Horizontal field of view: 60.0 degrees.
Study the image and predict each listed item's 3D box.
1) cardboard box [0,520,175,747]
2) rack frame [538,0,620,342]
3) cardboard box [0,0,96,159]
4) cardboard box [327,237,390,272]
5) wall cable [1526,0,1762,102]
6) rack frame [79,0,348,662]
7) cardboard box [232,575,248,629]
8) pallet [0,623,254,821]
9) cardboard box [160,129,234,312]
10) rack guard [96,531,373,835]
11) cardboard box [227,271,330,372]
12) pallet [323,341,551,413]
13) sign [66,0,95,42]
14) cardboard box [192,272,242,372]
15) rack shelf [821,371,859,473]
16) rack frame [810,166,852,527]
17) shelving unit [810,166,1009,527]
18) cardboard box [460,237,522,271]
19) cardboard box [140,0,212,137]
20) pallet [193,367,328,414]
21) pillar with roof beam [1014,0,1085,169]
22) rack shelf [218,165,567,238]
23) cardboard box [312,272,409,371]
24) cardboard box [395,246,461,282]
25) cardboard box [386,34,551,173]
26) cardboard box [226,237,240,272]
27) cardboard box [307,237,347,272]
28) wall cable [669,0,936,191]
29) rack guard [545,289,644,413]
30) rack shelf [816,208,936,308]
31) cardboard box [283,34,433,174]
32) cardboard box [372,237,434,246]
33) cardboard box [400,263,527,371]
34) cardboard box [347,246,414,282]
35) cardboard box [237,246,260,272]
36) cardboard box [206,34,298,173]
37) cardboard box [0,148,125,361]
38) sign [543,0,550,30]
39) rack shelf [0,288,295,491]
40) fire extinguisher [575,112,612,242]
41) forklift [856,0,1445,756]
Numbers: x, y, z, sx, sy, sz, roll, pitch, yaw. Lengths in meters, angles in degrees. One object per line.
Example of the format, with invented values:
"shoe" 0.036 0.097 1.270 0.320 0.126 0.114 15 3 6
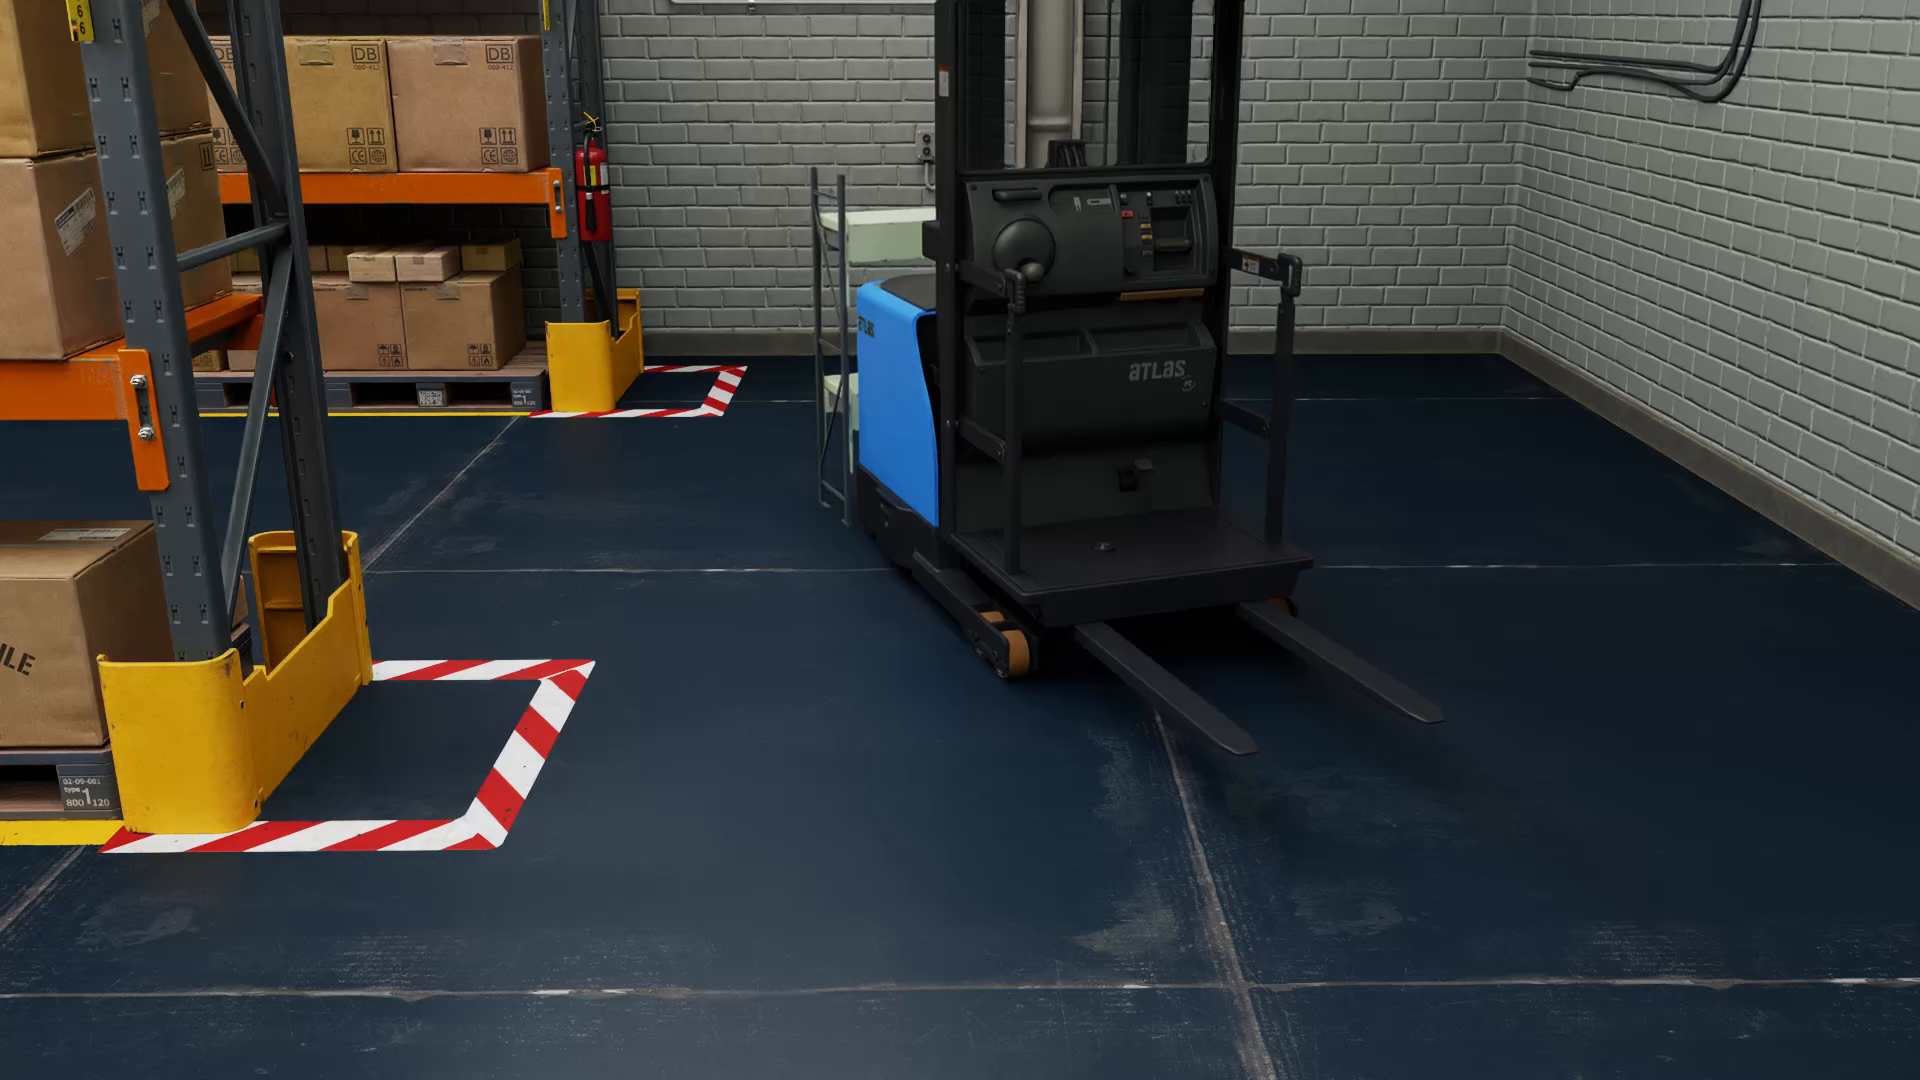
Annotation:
"cardboard box" -2.604 0.255 4.714 0.500 0.500 0.500 0 18 -1
"rack frame" -2.146 -2.317 9.358 0.127 3.000 1.000 0 18 -1
"cardboard box" -2.505 -1.241 4.206 0.500 0.500 0.500 0 18 -1
"cardboard box" -3.479 -1.659 9.652 0.250 0.149 0.380 0 18 0
"wall cable" 3.515 -3.613 8.661 0.112 2.526 3.097 0 18 -1
"rack frame" -2.064 -0.804 4.642 0.127 3.000 1.000 0 18 -1
"cardboard box" -2.488 0.241 5.331 0.250 0.149 0.380 0 18 -1
"pallet" -2.937 0.529 5.054 1.213 0.211 1.003 0 18 -1
"cardboard box" -2.512 -0.930 4.871 0.500 0.500 0.500 0 18 0
"rack guard" -2.140 0.387 5.023 0.348 0.500 1.175 0 18 -1
"cardboard box" -3.848 -1.287 9.555 0.500 0.500 0.700 -1 18 -3
"pallet" -2.944 -0.961 9.698 1.213 0.211 1.003 0 18 -1
"sign" -2.075 -1.336 3.888 0.005 0.325 0.100 0 18 -1
"cardboard box" -4.381 -1.282 9.540 0.500 0.500 0.700 0 18 0
"rack shelf" -0.217 -0.562 7.412 0.720 0.370 0.431 -7 19 -21
"rack frame" -0.556 -0.830 7.179 0.023 1.500 0.400 -7 19 -21
"shelving unit" -0.217 -0.873 7.313 0.755 1.500 0.431 -7 19 -21
"cardboard box" -2.723 -1.663 9.664 0.250 0.149 0.380 0 18 0
"cardboard box" -2.512 -1.406 4.718 0.500 0.500 0.500 0 18 1
"pallet" -4.161 -0.956 9.682 1.213 0.211 1.003 0 18 -1
"pillar with roof beam" 0.608 -4.136 5.207 0.400 9.000 9.100 0 18 -1
"rack shelf" -4.146 -1.964 9.438 4.000 0.370 1.077 0 18 -1
"cardboard box" -3.345 -1.290 9.563 0.500 0.500 0.700 0 18 -1
"cardboard box" -2.970 -1.545 9.296 0.250 0.149 0.380 0 18 -2
"cardboard box" -2.656 -2.454 9.295 0.700 0.700 0.980 1 18 2
"cardboard box" -4.243 -1.655 9.639 0.250 0.149 0.380 -1 18 -2
"cardboard box" -3.734 -1.658 9.647 0.250 0.149 0.380 0 18 0
"wall cable" -0.881 -3.095 10.123 1.851 1.984 0.084 0 18 -1
"rack guard" -2.122 -1.126 9.741 0.348 0.500 1.175 0 18 -1
"rack shelf" -0.217 -1.244 7.193 0.720 0.370 0.431 -7 19 -21
"cardboard box" -3.383 -2.447 9.274 0.700 0.700 0.980 0 18 -1
"cardboard box" -3.229 -1.660 9.655 0.250 0.149 0.380 0 18 -1
"cardboard box" -2.844 -1.292 9.570 0.500 0.500 0.700 0 18 -1
"cardboard box" -3.226 -1.543 9.291 0.250 0.149 0.380 0 18 1
"cardboard box" -3.990 -1.656 9.643 0.250 0.149 0.380 0 18 0
"cardboard box" -4.146 -2.446 9.271 0.700 0.700 0.980 -1 18 -4
"cardboard box" -2.508 -0.766 4.361 0.500 0.500 0.500 0 18 1
"sign" -2.151 -2.815 8.629 0.005 0.325 0.100 0 18 -1
"rack shelf" -4.064 -0.451 4.722 4.000 0.370 1.077 0 18 -1
"fire extinguisher" -1.988 -1.962 8.990 0.183 0.674 0.296 0 18 -1
"forklift" 0.544 -1.071 5.588 1.130 2.935 3.031 -6 19 -19
